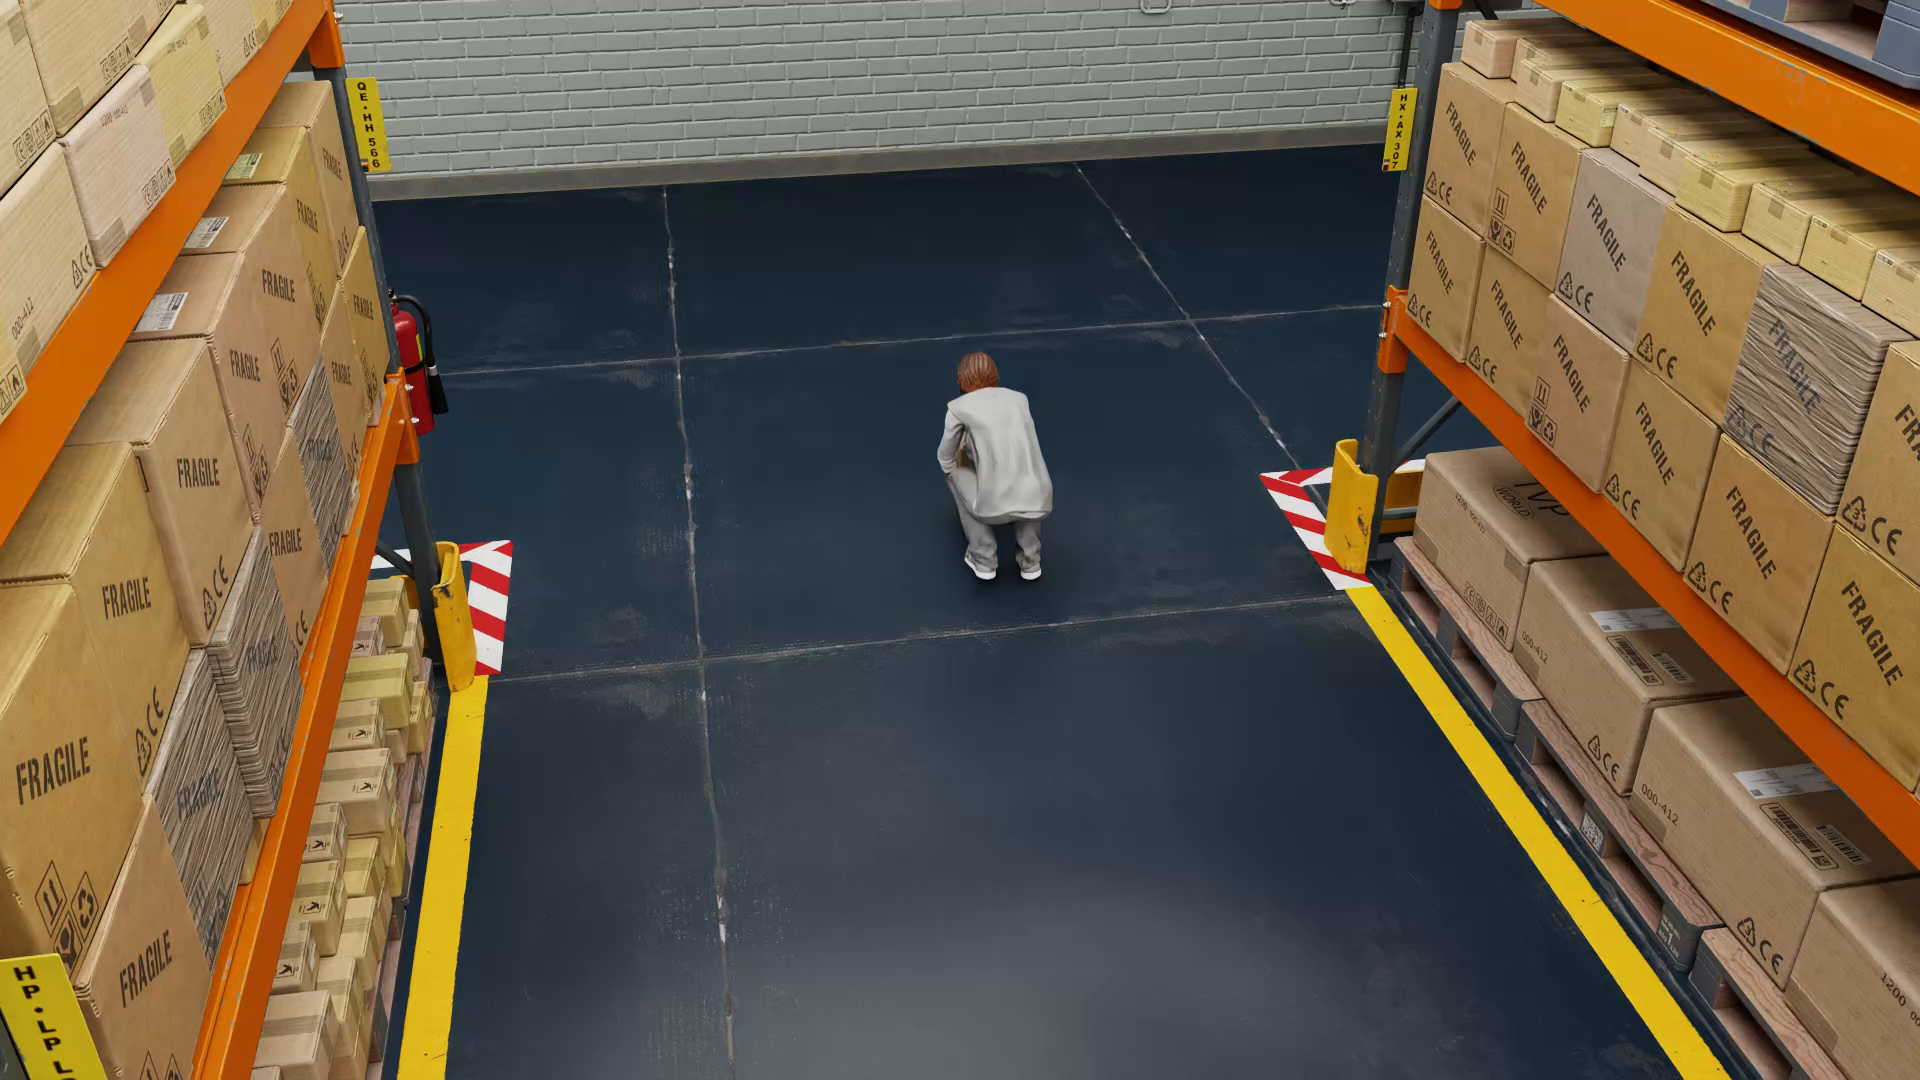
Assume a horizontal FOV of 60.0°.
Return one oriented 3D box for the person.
[{"bbox_3d":[0.157,-0.301,7.331,0.446,0.889,0.812,-5,32,-9],"label":"person"}]
